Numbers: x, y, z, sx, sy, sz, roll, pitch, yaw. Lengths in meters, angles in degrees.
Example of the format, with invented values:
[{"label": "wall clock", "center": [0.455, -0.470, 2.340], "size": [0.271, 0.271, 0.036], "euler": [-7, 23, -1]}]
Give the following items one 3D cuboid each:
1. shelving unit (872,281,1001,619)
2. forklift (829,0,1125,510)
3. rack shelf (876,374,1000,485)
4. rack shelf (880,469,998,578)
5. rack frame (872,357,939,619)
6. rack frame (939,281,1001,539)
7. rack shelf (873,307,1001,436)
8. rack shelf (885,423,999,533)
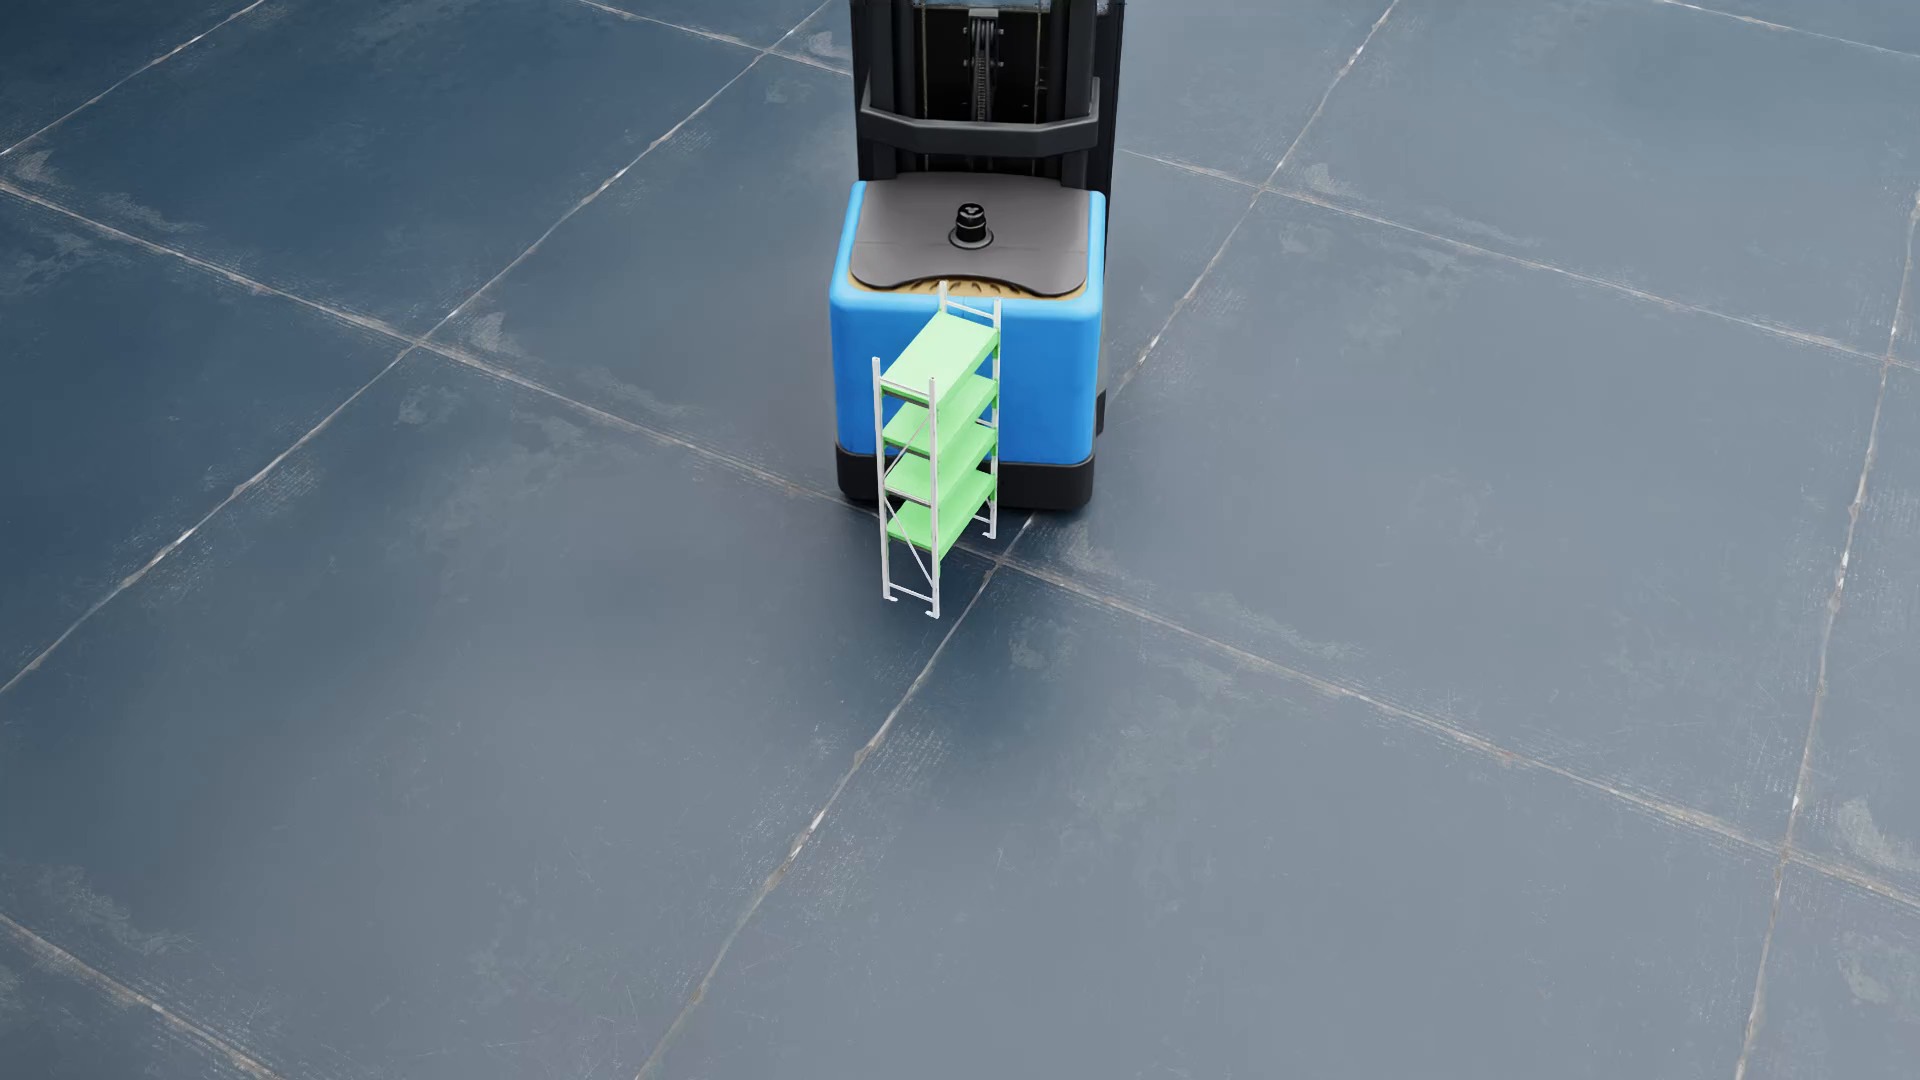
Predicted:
[{"label": "shelving unit", "center": [-0.077, -0.314, 6.217], "size": [0.258, 1.200, 0.503], "euler": [20, 49, 19]}, {"label": "forklift", "center": [0.127, -2.198, 6.862], "size": [1.130, 2.935, 3.031], "euler": [3, 45, 3]}, {"label": "rack shelf", "center": [-0.077, -0.438, 6.091], "size": [0.258, 0.148, 0.480], "euler": [20, 49, 19]}, {"label": "rack shelf", "center": [-0.077, -0.100, 6.433], "size": [0.258, 0.148, 0.480], "euler": [20, 49, 19]}, {"label": "rack frame", "center": [-0.190, -0.160, 6.064], "size": [0.240, 1.200, 0.015], "euler": [20, 49, 19]}, {"label": "rack frame", "center": [0.036, -0.468, 6.369], "size": [0.240, 1.200, 0.015], "euler": [20, 49, 19]}, {"label": "rack shelf", "center": [-0.077, -0.606, 5.921], "size": [0.258, 0.148, 0.480], "euler": [20, 49, 19]}, {"label": "rack shelf", "center": [-0.077, -0.269, 6.262], "size": [0.258, 0.148, 0.480], "euler": [20, 49, 19]}]
